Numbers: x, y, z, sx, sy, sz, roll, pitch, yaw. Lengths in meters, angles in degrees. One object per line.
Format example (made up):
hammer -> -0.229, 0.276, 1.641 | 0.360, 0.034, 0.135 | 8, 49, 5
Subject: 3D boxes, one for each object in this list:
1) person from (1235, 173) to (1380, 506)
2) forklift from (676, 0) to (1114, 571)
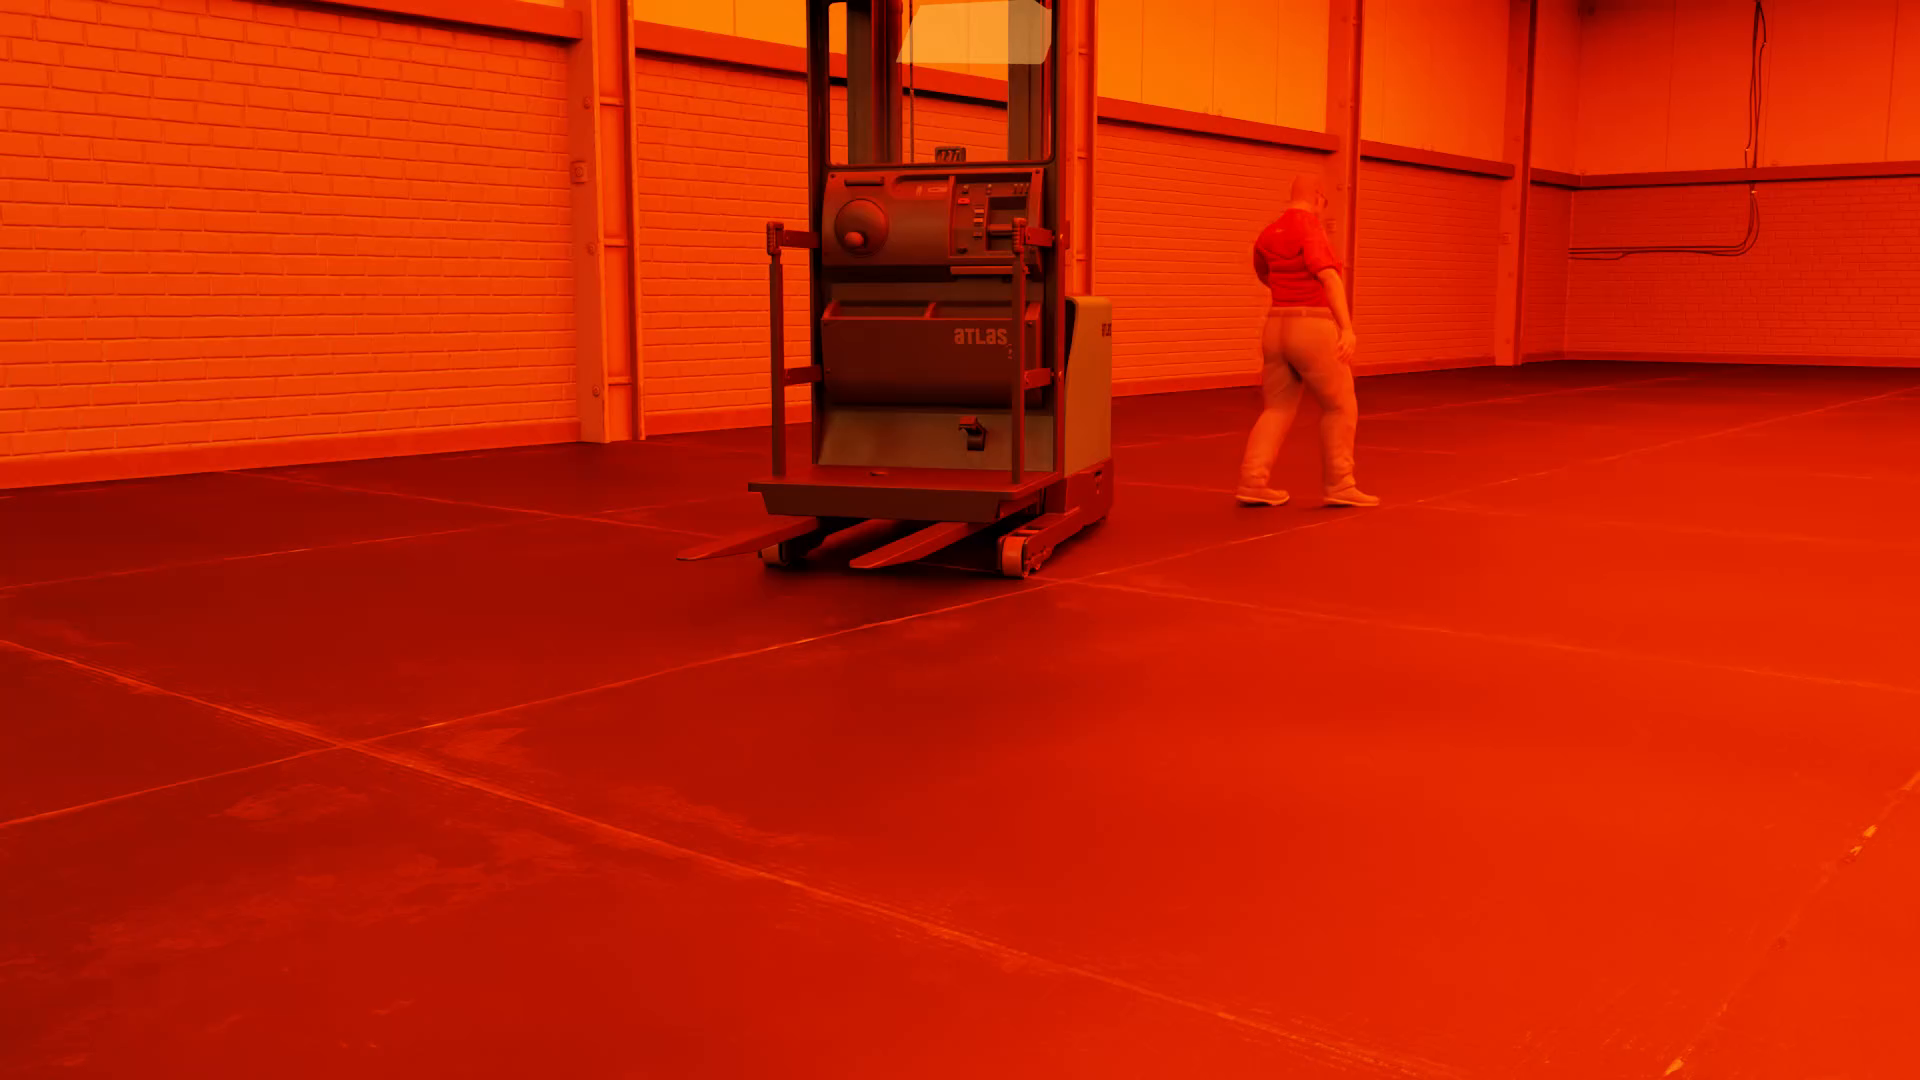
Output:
person -> 1.828, -1.012, 8.519 | 0.749, 1.705, 0.982 | -5, 10, -29
forklift -> -0.176, -1.366, 6.616 | 1.130, 2.935, 3.031 | 3, 9, 17
